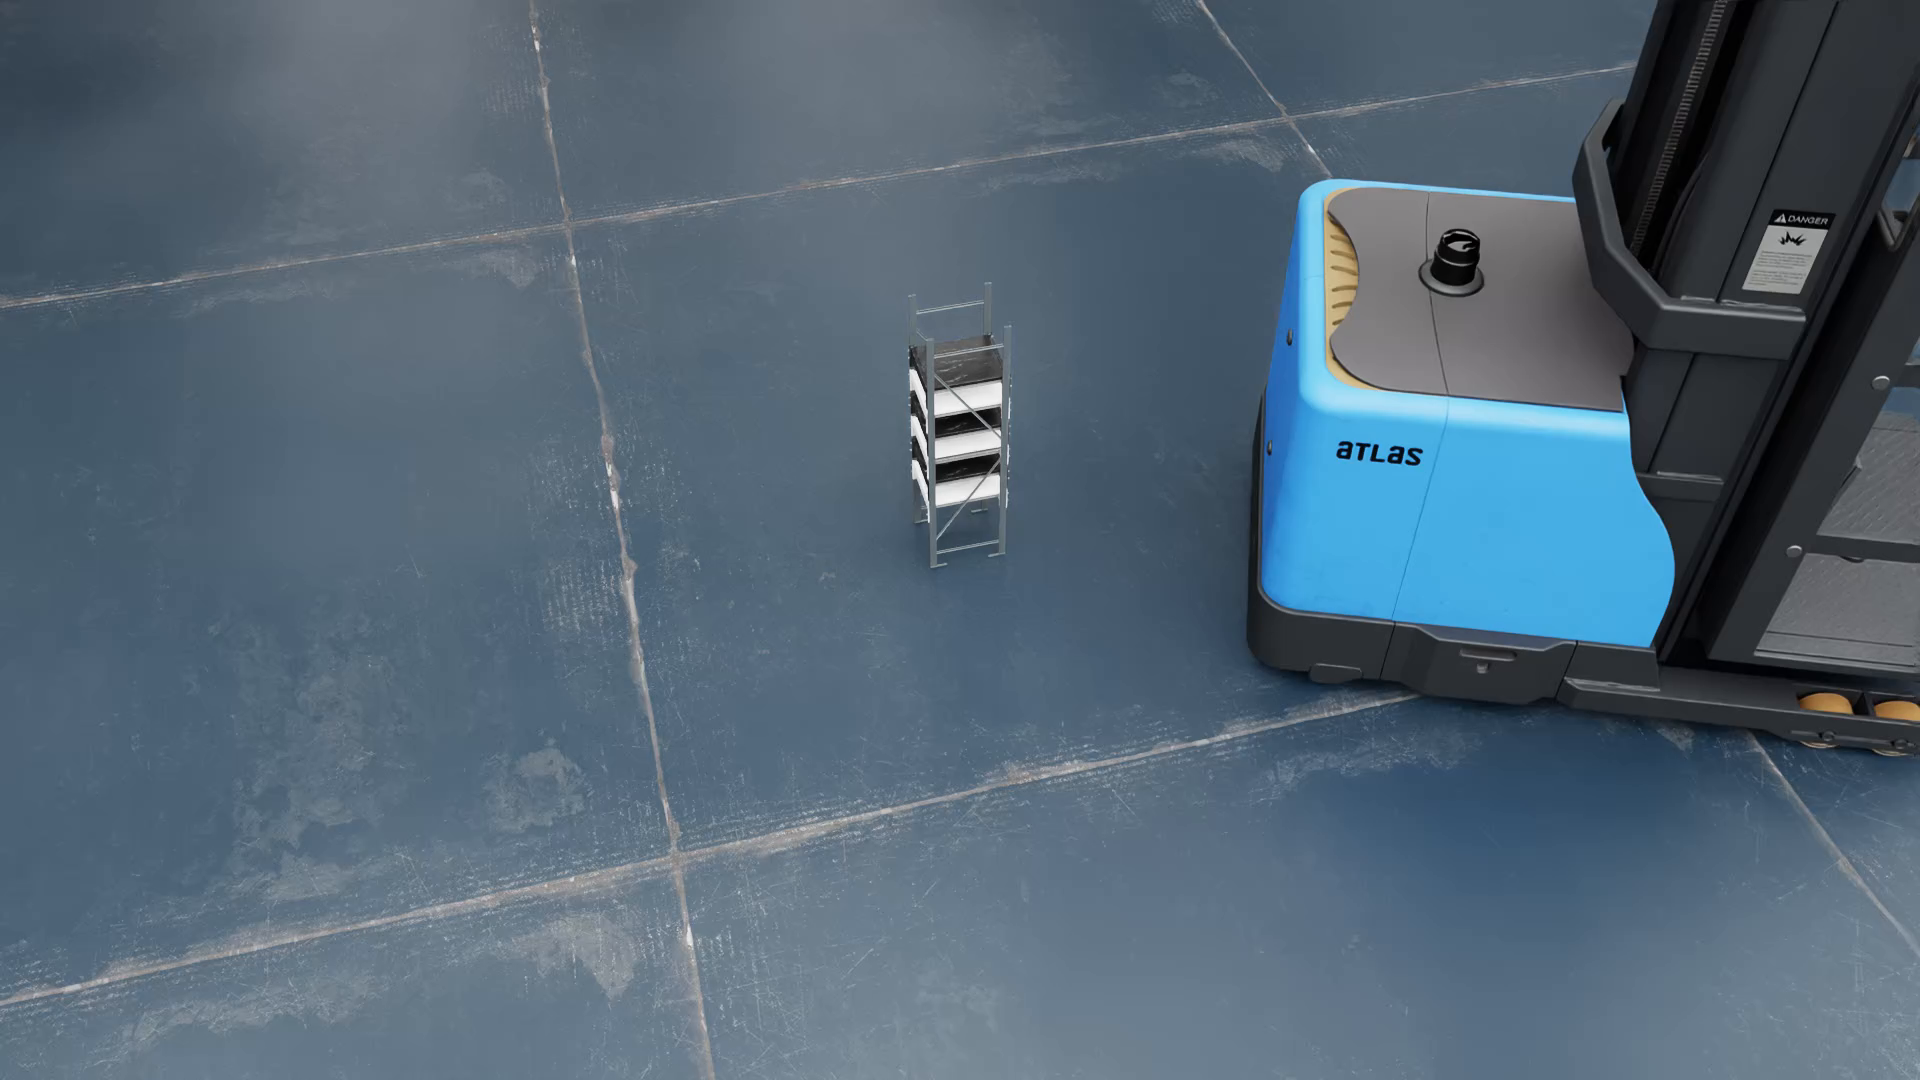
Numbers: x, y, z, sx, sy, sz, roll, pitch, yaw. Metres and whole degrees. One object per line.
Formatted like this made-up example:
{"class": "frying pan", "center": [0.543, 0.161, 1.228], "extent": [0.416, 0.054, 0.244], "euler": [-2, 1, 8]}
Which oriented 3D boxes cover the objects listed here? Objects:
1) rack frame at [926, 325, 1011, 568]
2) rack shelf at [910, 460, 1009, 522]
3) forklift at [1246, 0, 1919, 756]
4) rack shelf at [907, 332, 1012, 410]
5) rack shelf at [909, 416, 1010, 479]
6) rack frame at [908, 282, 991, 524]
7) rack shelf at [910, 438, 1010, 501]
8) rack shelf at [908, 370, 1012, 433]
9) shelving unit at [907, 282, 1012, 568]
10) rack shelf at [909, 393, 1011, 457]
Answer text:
{"class": "rack frame", "center": [0.024, -0.250, 4.865], "extent": [0.240, 0.900, 0.006], "euler": [-11, 47, -10]}
{"class": "rack shelf", "center": [-0.002, -0.171, 5.086], "extent": [0.258, 0.077, 0.200], "euler": [-11, 47, -10]}
{"class": "forklift", "center": [2.398, -0.829, 4.011], "extent": [3.031, 2.935, 1.130], "euler": [6, 46, 6]}
{"class": "rack shelf", "center": [-0.002, -0.486, 4.765], "extent": [0.258, 0.077, 0.200], "euler": [-11, 47, -10]}
{"class": "rack shelf", "center": [-0.002, -0.297, 4.958], "extent": [0.258, 0.077, 0.200], "euler": [-11, 47, -10]}
{"class": "rack frame", "center": [-0.028, -0.391, 5.003], "extent": [0.240, 0.900, 0.006], "euler": [-11, 47, -10]}
{"class": "rack shelf", "center": [-0.002, -0.234, 5.022], "extent": [0.258, 0.077, 0.200], "euler": [-11, 47, -10]}
{"class": "rack shelf", "center": [-0.002, -0.423, 4.829], "extent": [0.258, 0.077, 0.200], "euler": [-11, 47, -10]}
{"class": "shelving unit", "center": [-0.002, -0.321, 4.934], "extent": [0.258, 0.900, 0.210], "euler": [-11, 47, -10]}
{"class": "rack shelf", "center": [-0.002, -0.360, 4.894], "extent": [0.258, 0.077, 0.200], "euler": [-11, 47, -10]}
